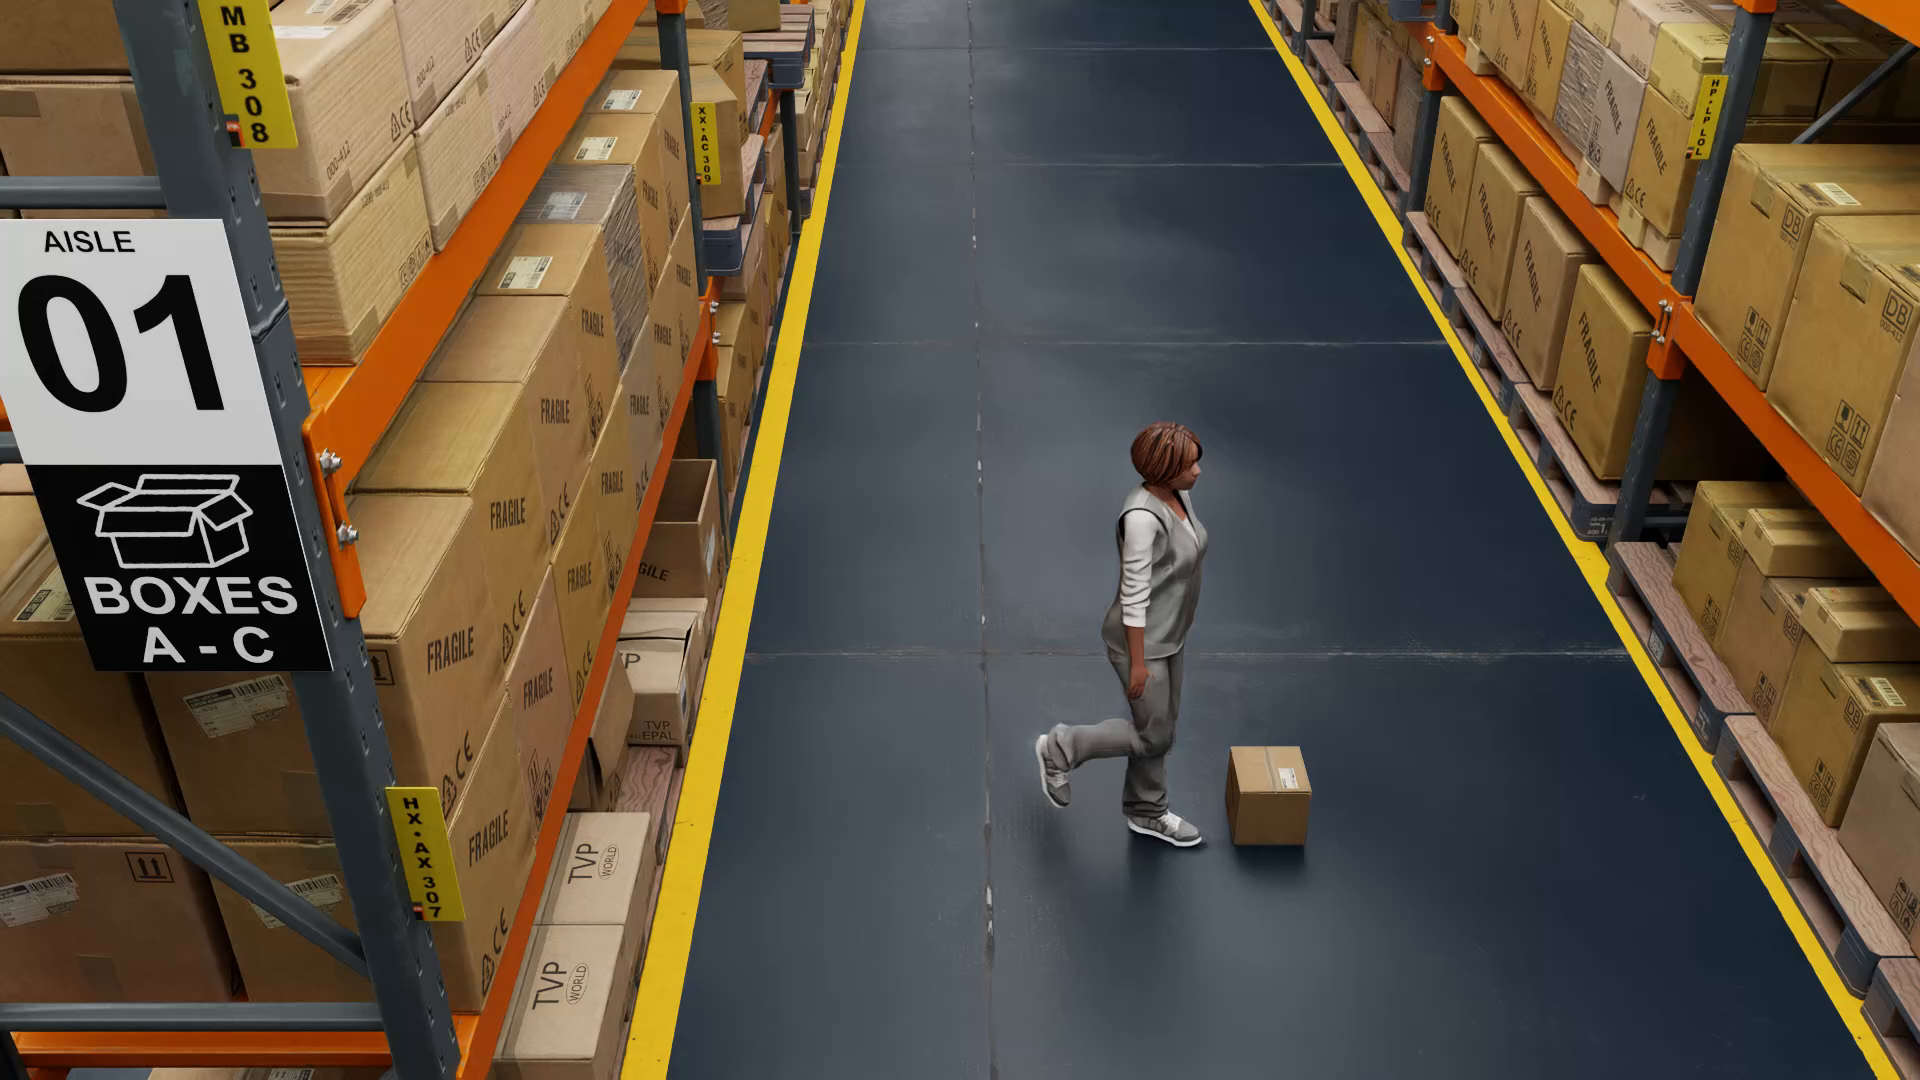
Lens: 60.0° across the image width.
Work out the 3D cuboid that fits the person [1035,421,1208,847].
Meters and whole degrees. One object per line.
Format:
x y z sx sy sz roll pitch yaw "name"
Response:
0.588 0.324 5.609 0.610 1.600 0.459 12 34 19 "person"
